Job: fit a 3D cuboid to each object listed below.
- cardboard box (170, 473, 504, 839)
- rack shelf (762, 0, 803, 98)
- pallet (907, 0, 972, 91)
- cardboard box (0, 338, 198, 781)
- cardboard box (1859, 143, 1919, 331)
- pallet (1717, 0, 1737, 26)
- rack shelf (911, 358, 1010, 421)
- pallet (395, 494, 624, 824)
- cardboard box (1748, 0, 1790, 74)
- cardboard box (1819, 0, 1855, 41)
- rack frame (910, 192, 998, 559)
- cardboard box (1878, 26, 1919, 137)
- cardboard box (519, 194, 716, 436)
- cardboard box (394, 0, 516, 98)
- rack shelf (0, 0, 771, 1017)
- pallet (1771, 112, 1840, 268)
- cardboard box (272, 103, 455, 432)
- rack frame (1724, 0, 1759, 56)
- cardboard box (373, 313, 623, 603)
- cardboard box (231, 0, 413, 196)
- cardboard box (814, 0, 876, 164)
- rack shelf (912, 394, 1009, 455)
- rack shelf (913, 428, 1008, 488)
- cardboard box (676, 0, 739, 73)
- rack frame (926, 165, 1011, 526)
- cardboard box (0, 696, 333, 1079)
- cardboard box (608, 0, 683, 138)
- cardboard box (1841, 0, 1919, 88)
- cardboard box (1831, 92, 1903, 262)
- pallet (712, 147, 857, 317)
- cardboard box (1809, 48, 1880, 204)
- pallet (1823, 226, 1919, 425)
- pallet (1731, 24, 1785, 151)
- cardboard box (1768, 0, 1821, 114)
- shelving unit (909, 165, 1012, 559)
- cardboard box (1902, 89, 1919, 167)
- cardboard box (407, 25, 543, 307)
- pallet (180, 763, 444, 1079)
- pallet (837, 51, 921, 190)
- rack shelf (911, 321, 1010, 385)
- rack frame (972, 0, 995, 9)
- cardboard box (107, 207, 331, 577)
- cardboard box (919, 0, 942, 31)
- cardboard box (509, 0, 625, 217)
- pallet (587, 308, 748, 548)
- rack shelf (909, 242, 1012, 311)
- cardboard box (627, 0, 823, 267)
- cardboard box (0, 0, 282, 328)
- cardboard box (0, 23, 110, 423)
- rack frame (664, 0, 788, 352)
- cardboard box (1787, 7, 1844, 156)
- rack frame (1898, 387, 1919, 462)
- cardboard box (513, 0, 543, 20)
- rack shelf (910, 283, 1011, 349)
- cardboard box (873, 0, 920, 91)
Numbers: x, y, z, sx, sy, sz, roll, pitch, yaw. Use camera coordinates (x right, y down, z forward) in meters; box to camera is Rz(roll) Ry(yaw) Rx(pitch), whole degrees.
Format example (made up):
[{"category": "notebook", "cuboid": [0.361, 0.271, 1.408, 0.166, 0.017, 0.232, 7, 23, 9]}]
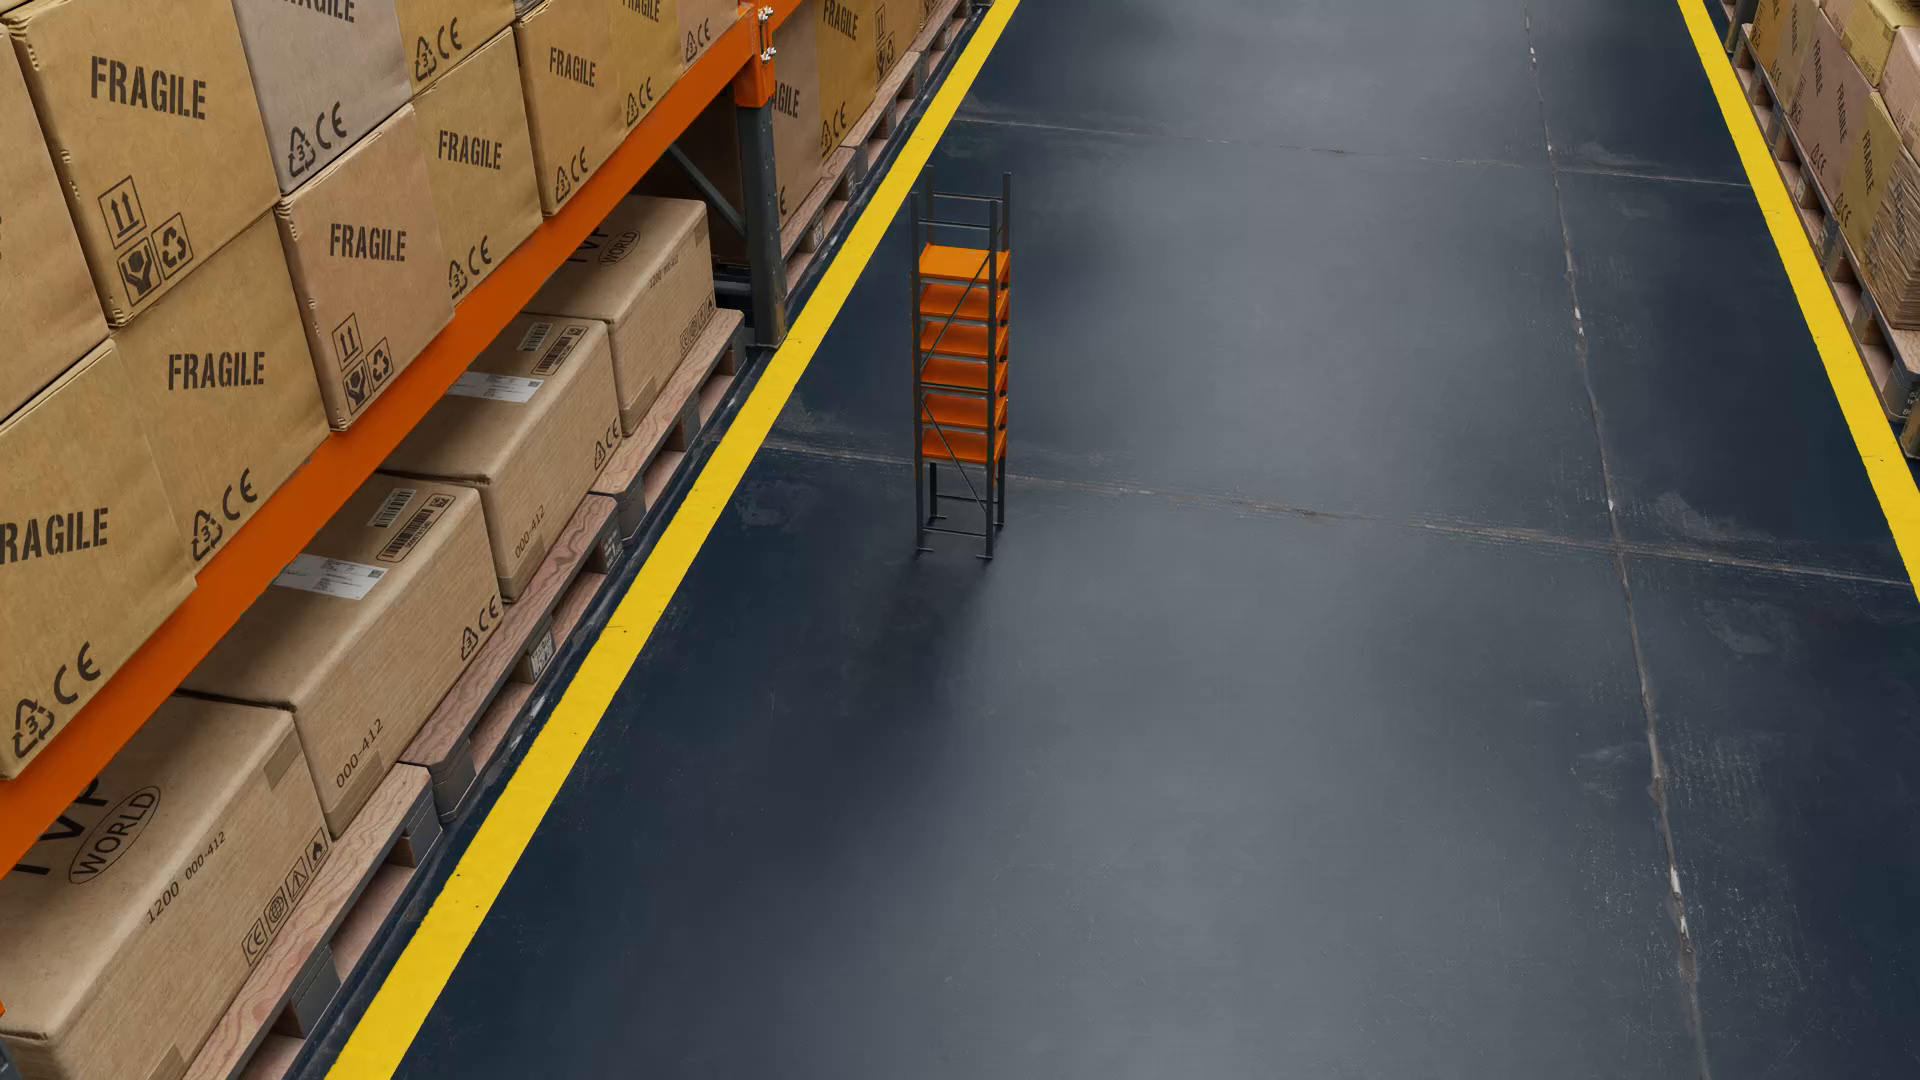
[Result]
[{"category": "cardboard box", "cuboid": [-1.781, 0.225, 4.209, 0.875, 0.438, 0.875, 8, 37, 11]}, {"category": "rack shelf", "cuboid": [-0.730, -2.874, 7.273, 1.077, 0.370, 4.000, 7, 37, 10]}, {"category": "pallet", "cuboid": [-0.545, -2.740, 8.851, 1.003, 0.211, 1.213, 7, 37, 10]}, {"category": "cardboard box", "cuboid": [-1.629, -0.005, 2.616, 0.500, 0.500, 0.500, 7, 37, 10]}, {"category": "cardboard box", "cuboid": [3.612, -1.070, 5.943, 0.500, 0.500, 0.500, 7, 36, 9]}, {"category": "pallet", "cuboid": [4.797, -3.063, 9.296, 1.003, 0.211, 1.213, 7, 37, 10]}, {"category": "rack shelf", "cuboid": [0.003, -0.458, 4.935, 0.258, 0.103, 0.180, 7, 37, 10]}, {"category": "pallet", "cuboid": [-1.654, 0.238, 4.742, 1.003, 0.211, 1.213, 7, 37, 10]}, {"category": "cardboard box", "cuboid": [4.154, -2.534, 7.962, 0.500, 0.500, 0.500, 6, 36, 8]}, {"category": "cardboard box", "cuboid": [3.944, -2.273, 6.964, 0.500, 0.250, 0.500, 8, 37, 10]}, {"category": "rack frame", "cuboid": [-0.016, -0.442, 4.837, 0.240, 1.200, 0.006, 7, 37, 10]}, {"category": "cardboard box", "cuboid": [3.735, -1.669, 6.131, 0.500, 0.250, 0.500, 9, 37, 12]}, {"category": "cardboard box", "cuboid": [-1.396, -0.805, 5.630, 0.875, 0.438, 0.875, 7, 36, 9]}, {"category": "cardboard box", "cuboid": [-1.319, -1.290, 3.536, 0.500, 0.500, 0.500, 7, 37, 10]}, {"category": "rack shelf", "cuboid": [-1.584, -0.581, 4.108, 1.077, 0.370, 4.000, 7, 37, 10]}, {"category": "pallet", "cuboid": [4.123, -1.475, 7.106, 1.003, 0.211, 1.213, 7, 37, 10]}, {"category": "cardboard box", "cuboid": [-1.421, -0.588, 3.420, 0.500, 0.500, 0.500, 7, 37, 10]}, {"category": "rack frame", "cuboid": [4.555, -3.749, 7.867, 1.000, 3.000, 0.127, 7, 37, 10]}, {"category": "cardboard box", "cuboid": [-1.587, -0.292, 4.922, 0.875, 0.438, 0.875, 6, 36, 9]}, {"category": "cardboard box", "cuboid": [-1.425, -1.004, 3.141, 0.500, 0.500, 0.500, 7, 37, 10]}, {"category": "cardboard box", "cuboid": [-0.918, -2.213, 7.200, 0.875, 0.875, 0.875, 8, 37, 11]}, {"category": "rack shelf", "cuboid": [0.003, -0.361, 5.006, 0.258, 0.103, 0.180, 7, 37, 10]}, {"category": "rack shelf", "cuboid": [0.003, -0.264, 5.076, 0.258, 0.103, 0.180, 7, 37, 10]}, {"category": "cardboard box", "cuboid": [-1.007, -1.761, 5.039, 0.500, 0.500, 0.500, 8, 37, 10]}, {"category": "rack frame", "cuboid": [0.023, -0.547, 4.982, 0.240, 1.200, 0.006, 7, 37, 10]}, {"category": "cardboard box", "cuboid": [-1.968, 0.751, 3.483, 0.875, 0.438, 0.875, 6, 36, 8]}, {"category": "cardboard box", "cuboid": [-1.111, -1.466, 4.631, 0.500, 0.500, 0.500, 6, 36, 9]}, {"category": "cardboard box", "cuboid": [3.834, -1.974, 6.551, 0.500, 0.250, 0.500, 6, 36, 8]}, {"category": "cardboard box", "cuboid": [3.722, -1.364, 6.348, 0.500, 0.500, 0.500, 6, 36, 9]}, {"category": "pallet", "cuboid": [-1.066, -1.342, 6.921, 1.003, 0.211, 1.213, 7, 37, 10]}, {"category": "cardboard box", "cuboid": [3.836, -1.658, 6.753, 0.500, 0.500, 0.500, 7, 36, 9]}, {"category": "pallet", "cuboid": [3.865, -0.774, 6.138, 1.003, 0.211, 1.213, 7, 37, 10]}, {"category": "pallet", "cuboid": [4.386, -2.173, 8.068, 1.003, 0.211, 1.213, 7, 37, 10]}, {"category": "cardboard box", "cuboid": [4.050, -2.245, 7.564, 0.500, 0.500, 0.500, 8, 37, 11]}, {"category": "shelving unit", "cuboid": [0.003, -0.494, 4.909, 0.258, 1.200, 0.189, 7, 37, 10]}, {"category": "cardboard box", "cuboid": [3.612, -1.377, 5.726, 0.500, 0.250, 0.500, 6, 36, 9]}, {"category": "cardboard box", "cuboid": [-1.331, -0.877, 3.819, 0.500, 0.500, 0.500, 8, 37, 12]}, {"category": "pallet", "cuboid": [-1.917, 0.935, 3.780, 1.003, 0.211, 1.213, 7, 37, 10]}, {"category": "pallet", "cuboid": [-0.808, -2.043, 7.889, 1.003, 0.211, 1.213, 7, 37, 10]}, {"category": "rack shelf", "cuboid": [0.003, -0.555, 4.865, 0.258, 0.103, 0.180, 7, 37, 10]}, {"category": "rack frame", "cuboid": [-0.303, -4.312, 8.643, 1.000, 3.000, 0.127, 7, 37, 10]}, {"category": "cardboard box", "cuboid": [-1.548, -0.299, 3.021, 0.500, 0.500, 0.500, 7, 36, 9]}, {"category": "cardboard box", "cuboid": [-0.531, -3.236, 8.612, 0.875, 0.875, 0.875, 7, 37, 10]}, {"category": "cardboard box", "cuboid": [-1.204, -1.176, 4.231, 0.500, 0.500, 0.500, 7, 36, 9]}, {"category": "pallet", "cuboid": [-1.396, -0.464, 5.710, 1.003, 0.211, 1.213, 7, 37, 10]}, {"category": "rack shelf", "cuboid": [0.003, -0.750, 4.724, 0.258, 0.103, 0.180, 7, 37, 10]}, {"category": "cardboard box", "cuboid": [-1.103, -1.694, 6.484, 0.875, 0.875, 0.875, 8, 37, 11]}, {"category": "cardboard box", "cuboid": [-1.527, -0.707, 2.733, 0.500, 0.500, 0.500, 6, 36, 9]}, {"category": "cardboard box", "cuboid": [-1.631, -0.410, 2.323, 0.500, 0.500, 0.500, 7, 36, 9]}, {"category": "rack frame", "cuboid": [-1.157, -2.019, 5.479, 1.000, 3.000, 0.127, 7, 37, 10]}, {"category": "cardboard box", "cuboid": [3.945, -1.950, 7.157, 0.500, 0.500, 0.500, 6, 36, 9]}, {"category": "rack frame", "cuboid": [3.700, -1.456, 4.703, 1.000, 3.000, 0.127, 7, 37, 10]}, {"category": "cardboard box", "cuboid": [-1.204, -1.576, 3.931, 0.500, 0.500, 0.500, 8, 37, 11]}, {"category": "rack shelf", "cuboid": [0.003, -0.652, 4.795, 0.258, 0.103, 0.180, 7, 37, 10]}, {"category": "cardboard box", "cuboid": [-0.726, -2.725, 7.907, 0.875, 0.875, 0.875, 8, 37, 11]}]
